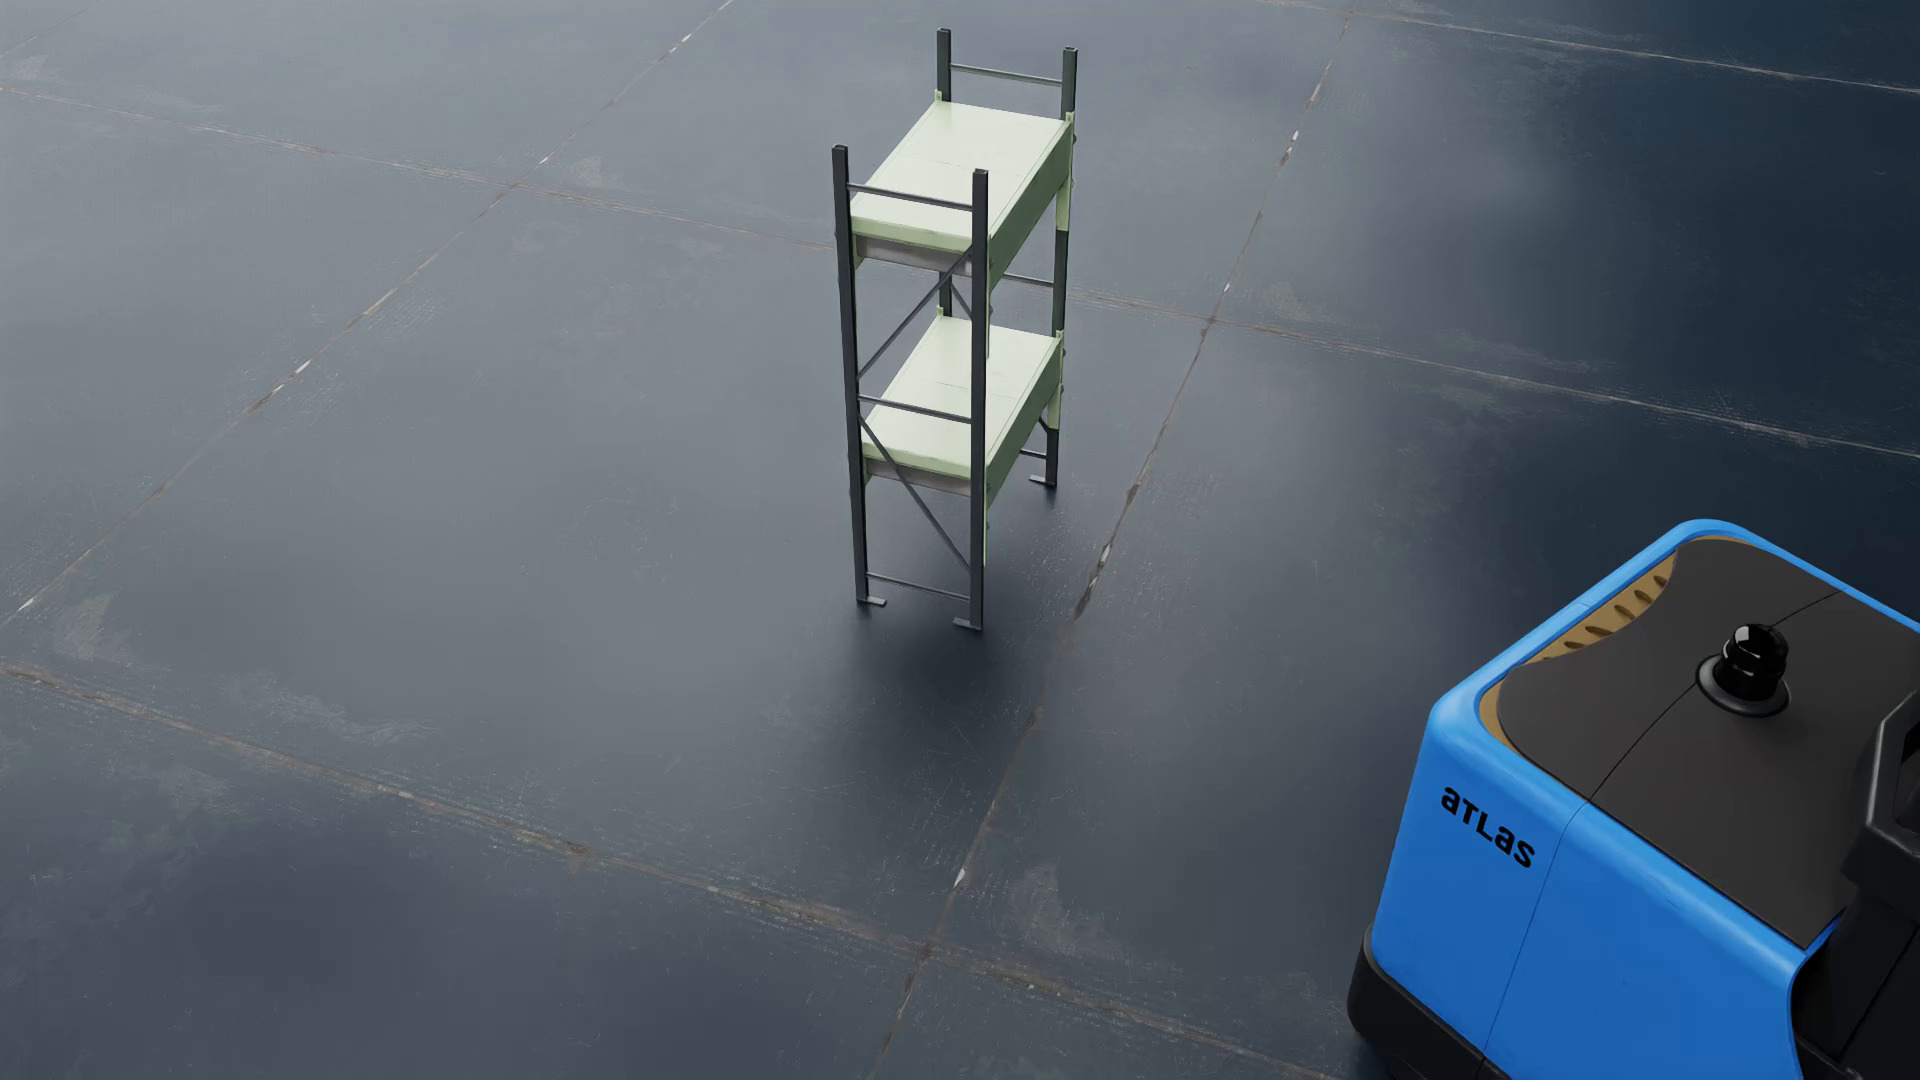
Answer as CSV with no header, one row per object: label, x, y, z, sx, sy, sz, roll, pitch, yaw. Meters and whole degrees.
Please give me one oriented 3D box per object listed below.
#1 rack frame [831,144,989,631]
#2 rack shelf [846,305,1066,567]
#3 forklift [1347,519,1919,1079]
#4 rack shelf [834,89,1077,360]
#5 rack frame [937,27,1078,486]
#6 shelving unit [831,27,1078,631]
rack frame,-0.123,-0.351,4.506,0.400,1.500,0.023,13,42,15
rack shelf,0.002,-0.327,4.980,0.431,0.370,0.720,13,42,15
forklift,2.223,0.567,2.327,1.130,2.935,3.031,-28,48,-29
rack shelf,0.002,-0.872,4.515,0.431,0.370,0.720,13,42,15
rack frame,0.127,-0.798,5.030,0.400,1.500,0.023,13,42,15
shelving unit,0.002,-0.575,4.768,0.431,1.500,0.755,13,42,15
